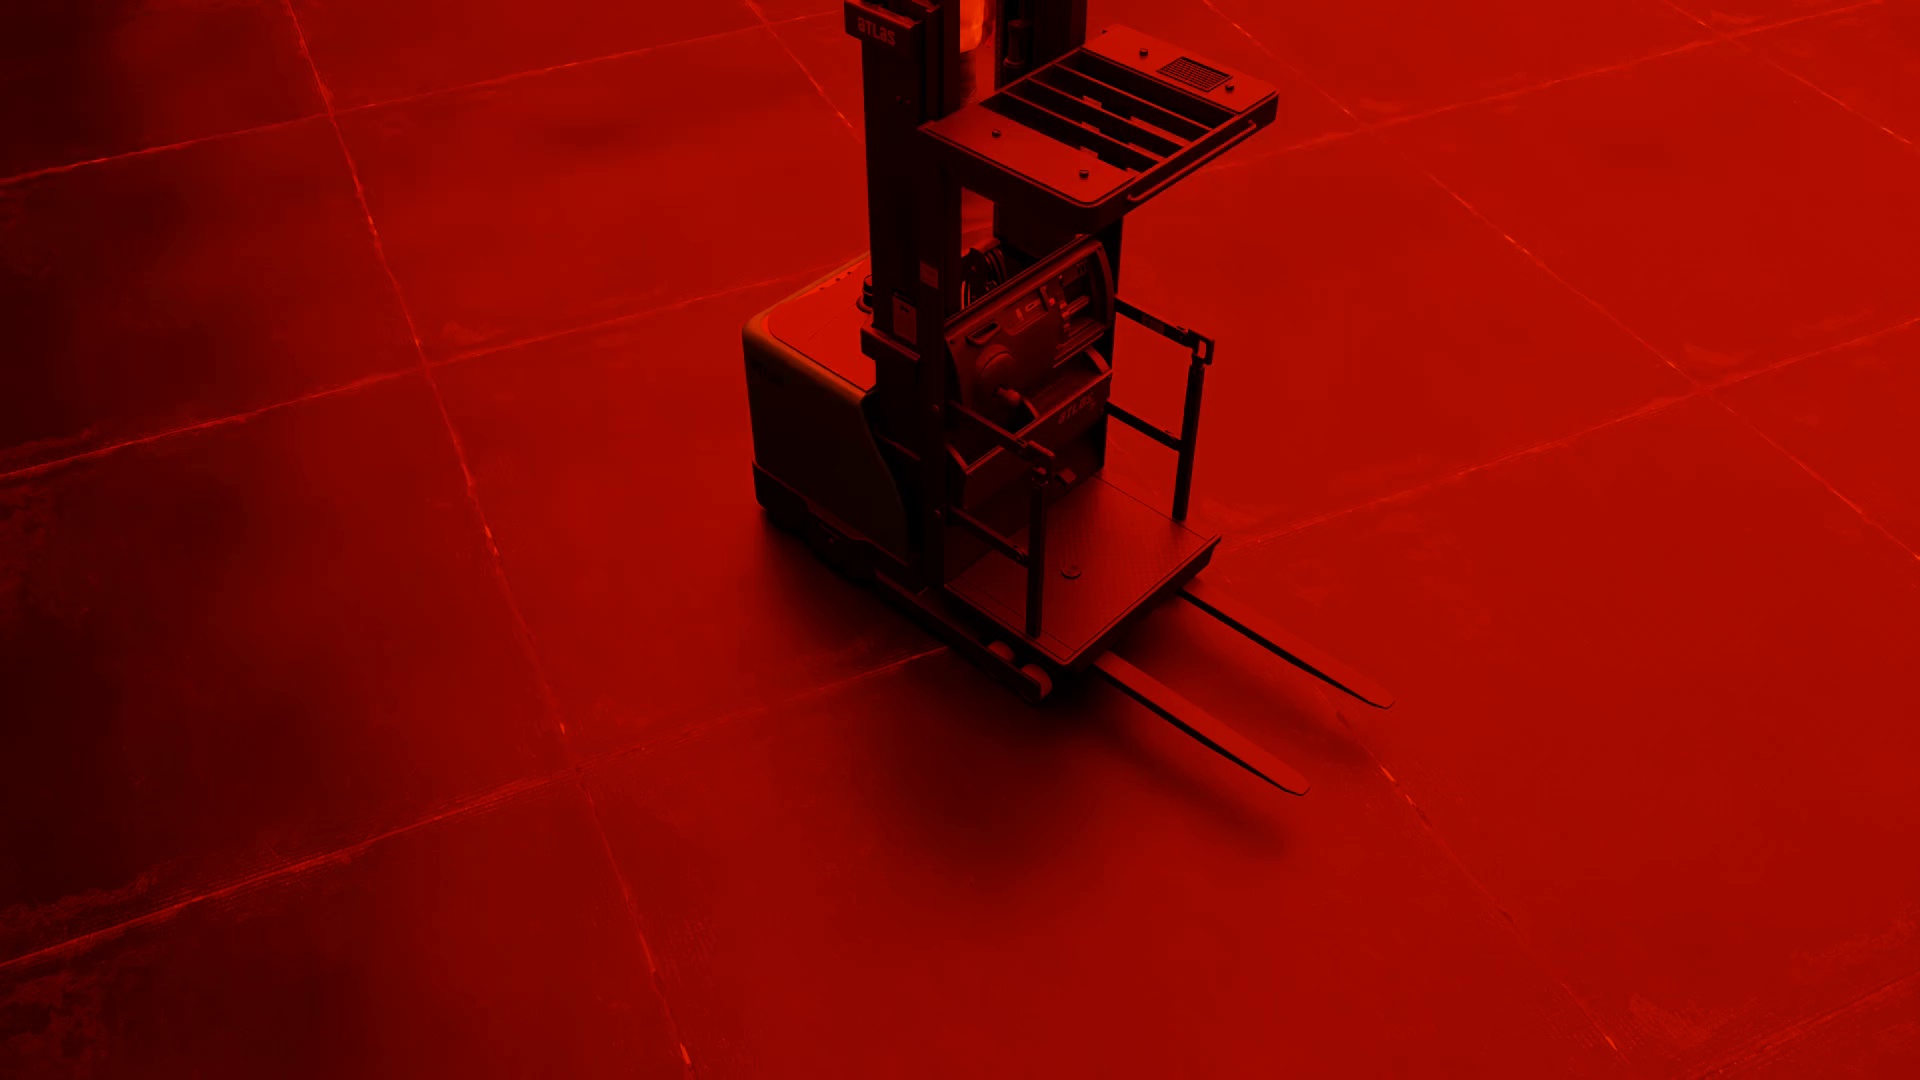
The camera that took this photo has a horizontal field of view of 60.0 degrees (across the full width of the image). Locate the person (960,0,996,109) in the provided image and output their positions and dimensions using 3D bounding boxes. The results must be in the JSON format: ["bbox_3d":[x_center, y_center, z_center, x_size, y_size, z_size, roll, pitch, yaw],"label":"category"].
[{"bbox_3d":[-0.113,-2.960,9.695,0.666,1.765,0.577,-17,46,-18],"label":"person"}]

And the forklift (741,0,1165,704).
[{"bbox_3d":[0.046,-1.010,6.827,1.939,2.843,1.129,32,52,30],"label":"forklift"}]
